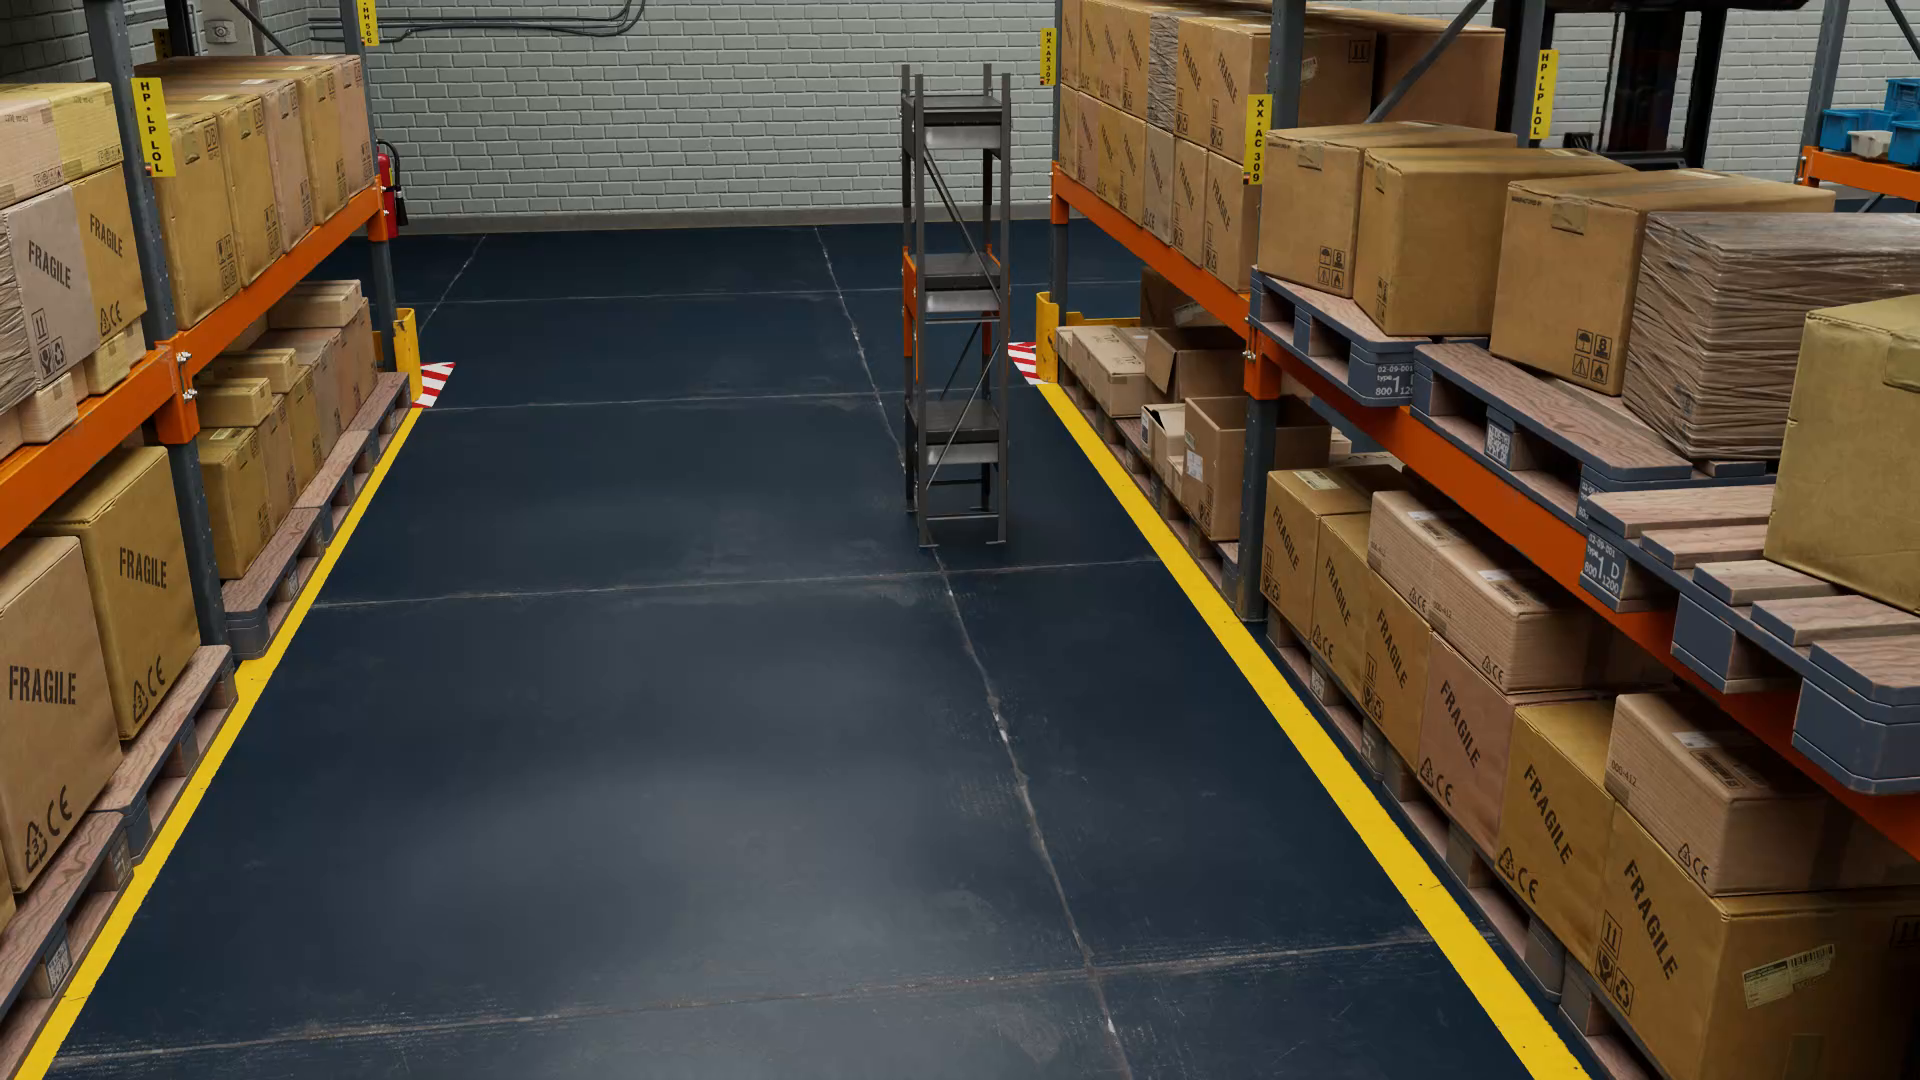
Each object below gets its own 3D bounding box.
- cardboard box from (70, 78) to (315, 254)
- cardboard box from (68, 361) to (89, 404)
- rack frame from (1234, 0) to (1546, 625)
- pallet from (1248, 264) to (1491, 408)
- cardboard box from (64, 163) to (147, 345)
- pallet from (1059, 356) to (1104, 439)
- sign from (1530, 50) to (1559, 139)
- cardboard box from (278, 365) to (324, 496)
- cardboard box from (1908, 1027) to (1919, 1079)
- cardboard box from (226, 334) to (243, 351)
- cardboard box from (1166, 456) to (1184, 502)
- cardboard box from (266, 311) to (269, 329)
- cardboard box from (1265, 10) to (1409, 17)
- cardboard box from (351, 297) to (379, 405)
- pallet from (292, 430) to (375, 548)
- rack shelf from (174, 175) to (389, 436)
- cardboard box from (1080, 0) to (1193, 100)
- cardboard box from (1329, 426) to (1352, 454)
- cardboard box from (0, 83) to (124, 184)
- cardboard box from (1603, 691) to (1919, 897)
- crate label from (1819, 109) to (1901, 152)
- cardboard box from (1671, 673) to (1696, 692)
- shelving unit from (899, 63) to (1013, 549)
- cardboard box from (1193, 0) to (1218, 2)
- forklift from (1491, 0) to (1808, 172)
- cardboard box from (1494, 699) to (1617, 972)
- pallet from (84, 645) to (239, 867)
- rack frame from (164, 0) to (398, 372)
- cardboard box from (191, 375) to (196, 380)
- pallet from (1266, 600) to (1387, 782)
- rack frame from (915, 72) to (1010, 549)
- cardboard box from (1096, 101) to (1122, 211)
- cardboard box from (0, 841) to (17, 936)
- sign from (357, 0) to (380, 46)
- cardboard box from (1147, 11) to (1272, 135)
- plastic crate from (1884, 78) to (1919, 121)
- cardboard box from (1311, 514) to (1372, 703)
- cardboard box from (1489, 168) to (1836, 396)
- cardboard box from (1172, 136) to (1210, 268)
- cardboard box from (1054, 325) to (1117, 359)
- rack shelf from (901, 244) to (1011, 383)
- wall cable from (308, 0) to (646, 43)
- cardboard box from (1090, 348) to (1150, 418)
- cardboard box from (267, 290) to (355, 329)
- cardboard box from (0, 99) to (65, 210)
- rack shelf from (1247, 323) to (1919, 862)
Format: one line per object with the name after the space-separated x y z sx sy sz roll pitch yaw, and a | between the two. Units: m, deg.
-3.537 -1.689 7.522 0.980 0.700 0.700 -4 21 -10 | cardboard box
-2.879 -0.466 5.008 0.380 0.149 0.250 -2 21 -6 | cardboard box
1.641 -1.106 6.392 1.000 3.000 0.127 -3 21 -8 | rack frame
1.648 -0.734 5.670 1.003 0.211 1.213 -3 21 -8 | pallet
-2.945 -0.904 5.252 0.500 0.500 0.500 -3 21 -9 | cardboard box
1.191 -0.883 9.778 1.003 0.211 1.213 -3 21 -8 | pallet
2.189 -1.678 6.267 0.100 0.325 0.005 -3 21 -8 | sign
-3.408 -0.497 7.732 0.700 0.500 0.500 -2 21 -6 | cardboard box
2.434 1.071 3.504 0.500 0.500 0.500 -2 21 -5 | cardboard box
-3.669 -0.927 7.956 0.380 0.149 0.250 -3 21 -7 | cardboard box
1.164 -0.287 7.643 0.380 0.149 0.250 -3 21 -8 | cardboard box
-3.780 -1.190 8.662 0.380 0.149 0.250 -3 21 -8 | cardboard box
1.703 -2.156 7.629 0.500 0.500 0.500 -4 21 -9 | cardboard box
-3.637 -1.029 9.156 0.700 0.500 0.500 -3 21 -8 | cardboard box
-3.472 -0.240 8.056 1.003 0.211 1.213 -3 21 -8 | pallet
-3.549 -1.211 7.699 1.077 0.370 4.000 -3 21 -8 | rack shelf
0.950 -2.659 8.977 0.500 0.500 0.500 -3 21 -7 | cardboard box
1.660 -0.441 8.029 0.380 0.166 0.250 -3 21 -8 | cardboard box
-2.940 -1.253 5.116 0.500 0.250 0.500 -2 21 -6 | cardboard box
1.838 0.561 3.800 0.500 0.250 0.500 -2 21 -6 | cardboard box
5.676 -2.588 10.510 0.416 0.233 0.303 -3 21 -8 | crate label
2.206 0.536 4.938 0.500 0.500 0.500 -4 21 -10 | cardboard box
-0.024 -1.041 7.502 0.431 2.100 0.503 -3 21 -8 | shelving unit
1.474 -2.692 9.063 0.500 0.500 0.500 -2 21 -6 | cardboard box
3.199 -1.662 7.978 1.130 2.935 3.031 -4 21 -11 | forklift
1.776 0.752 4.359 0.500 0.500 0.500 -4 21 -10 | cardboard box
-3.075 0.714 5.502 1.003 0.211 1.213 -3 21 -8 | pallet
-3.837 -2.240 9.427 1.000 3.000 0.127 -3 21 -8 | rack frame
-3.559 -0.662 7.248 0.380 0.149 0.250 -4 21 -9 | cardboard box
1.795 0.480 6.131 1.003 0.211 1.213 -3 21 -8 | pallet
0.011 -0.956 7.276 0.400 2.100 0.015 -3 21 -8 | rack frame
1.016 -2.019 8.692 0.500 0.500 0.500 -3 21 -8 | cardboard box
-2.780 0.775 3.826 0.750 0.750 0.750 -3 21 -8 | cardboard box
-3.298 -2.916 9.244 0.100 0.325 0.005 -3 21 -8 | sign
1.163 -2.135 7.575 0.500 0.500 0.500 -3 21 -7 | cardboard box
6.199 -2.678 10.463 0.616 0.435 0.499 -3 21 -8 | plastic crate
1.557 0.222 5.778 0.500 0.500 0.500 -3 21 -7 | cardboard box
1.956 -0.741 4.671 0.700 0.500 0.500 -8 22 -21 | cardboard box
1.239 -1.492 7.280 0.500 0.500 0.500 -2 21 -6 | cardboard box
0.784 -1.200 10.087 0.380 0.149 0.250 -3 21 -8 | cardboard box
-0.024 -1.028 7.507 0.431 0.518 0.480 -3 21 -8 | rack shelf
-4.299 -5.572 14.212 3.097 2.526 0.112 -3 21 -8 | wall cable
1.006 -0.861 9.034 0.500 0.250 0.500 -3 21 -8 | cardboard box
-3.401 -1.209 8.711 0.380 0.149 0.250 -2 21 -6 | cardboard box
-2.876 -1.076 4.641 0.500 0.250 0.500 -2 21 -7 | cardboard box
1.929 -0.077 4.663 1.077 0.370 4.000 -3 21 -8 | rack shelf
